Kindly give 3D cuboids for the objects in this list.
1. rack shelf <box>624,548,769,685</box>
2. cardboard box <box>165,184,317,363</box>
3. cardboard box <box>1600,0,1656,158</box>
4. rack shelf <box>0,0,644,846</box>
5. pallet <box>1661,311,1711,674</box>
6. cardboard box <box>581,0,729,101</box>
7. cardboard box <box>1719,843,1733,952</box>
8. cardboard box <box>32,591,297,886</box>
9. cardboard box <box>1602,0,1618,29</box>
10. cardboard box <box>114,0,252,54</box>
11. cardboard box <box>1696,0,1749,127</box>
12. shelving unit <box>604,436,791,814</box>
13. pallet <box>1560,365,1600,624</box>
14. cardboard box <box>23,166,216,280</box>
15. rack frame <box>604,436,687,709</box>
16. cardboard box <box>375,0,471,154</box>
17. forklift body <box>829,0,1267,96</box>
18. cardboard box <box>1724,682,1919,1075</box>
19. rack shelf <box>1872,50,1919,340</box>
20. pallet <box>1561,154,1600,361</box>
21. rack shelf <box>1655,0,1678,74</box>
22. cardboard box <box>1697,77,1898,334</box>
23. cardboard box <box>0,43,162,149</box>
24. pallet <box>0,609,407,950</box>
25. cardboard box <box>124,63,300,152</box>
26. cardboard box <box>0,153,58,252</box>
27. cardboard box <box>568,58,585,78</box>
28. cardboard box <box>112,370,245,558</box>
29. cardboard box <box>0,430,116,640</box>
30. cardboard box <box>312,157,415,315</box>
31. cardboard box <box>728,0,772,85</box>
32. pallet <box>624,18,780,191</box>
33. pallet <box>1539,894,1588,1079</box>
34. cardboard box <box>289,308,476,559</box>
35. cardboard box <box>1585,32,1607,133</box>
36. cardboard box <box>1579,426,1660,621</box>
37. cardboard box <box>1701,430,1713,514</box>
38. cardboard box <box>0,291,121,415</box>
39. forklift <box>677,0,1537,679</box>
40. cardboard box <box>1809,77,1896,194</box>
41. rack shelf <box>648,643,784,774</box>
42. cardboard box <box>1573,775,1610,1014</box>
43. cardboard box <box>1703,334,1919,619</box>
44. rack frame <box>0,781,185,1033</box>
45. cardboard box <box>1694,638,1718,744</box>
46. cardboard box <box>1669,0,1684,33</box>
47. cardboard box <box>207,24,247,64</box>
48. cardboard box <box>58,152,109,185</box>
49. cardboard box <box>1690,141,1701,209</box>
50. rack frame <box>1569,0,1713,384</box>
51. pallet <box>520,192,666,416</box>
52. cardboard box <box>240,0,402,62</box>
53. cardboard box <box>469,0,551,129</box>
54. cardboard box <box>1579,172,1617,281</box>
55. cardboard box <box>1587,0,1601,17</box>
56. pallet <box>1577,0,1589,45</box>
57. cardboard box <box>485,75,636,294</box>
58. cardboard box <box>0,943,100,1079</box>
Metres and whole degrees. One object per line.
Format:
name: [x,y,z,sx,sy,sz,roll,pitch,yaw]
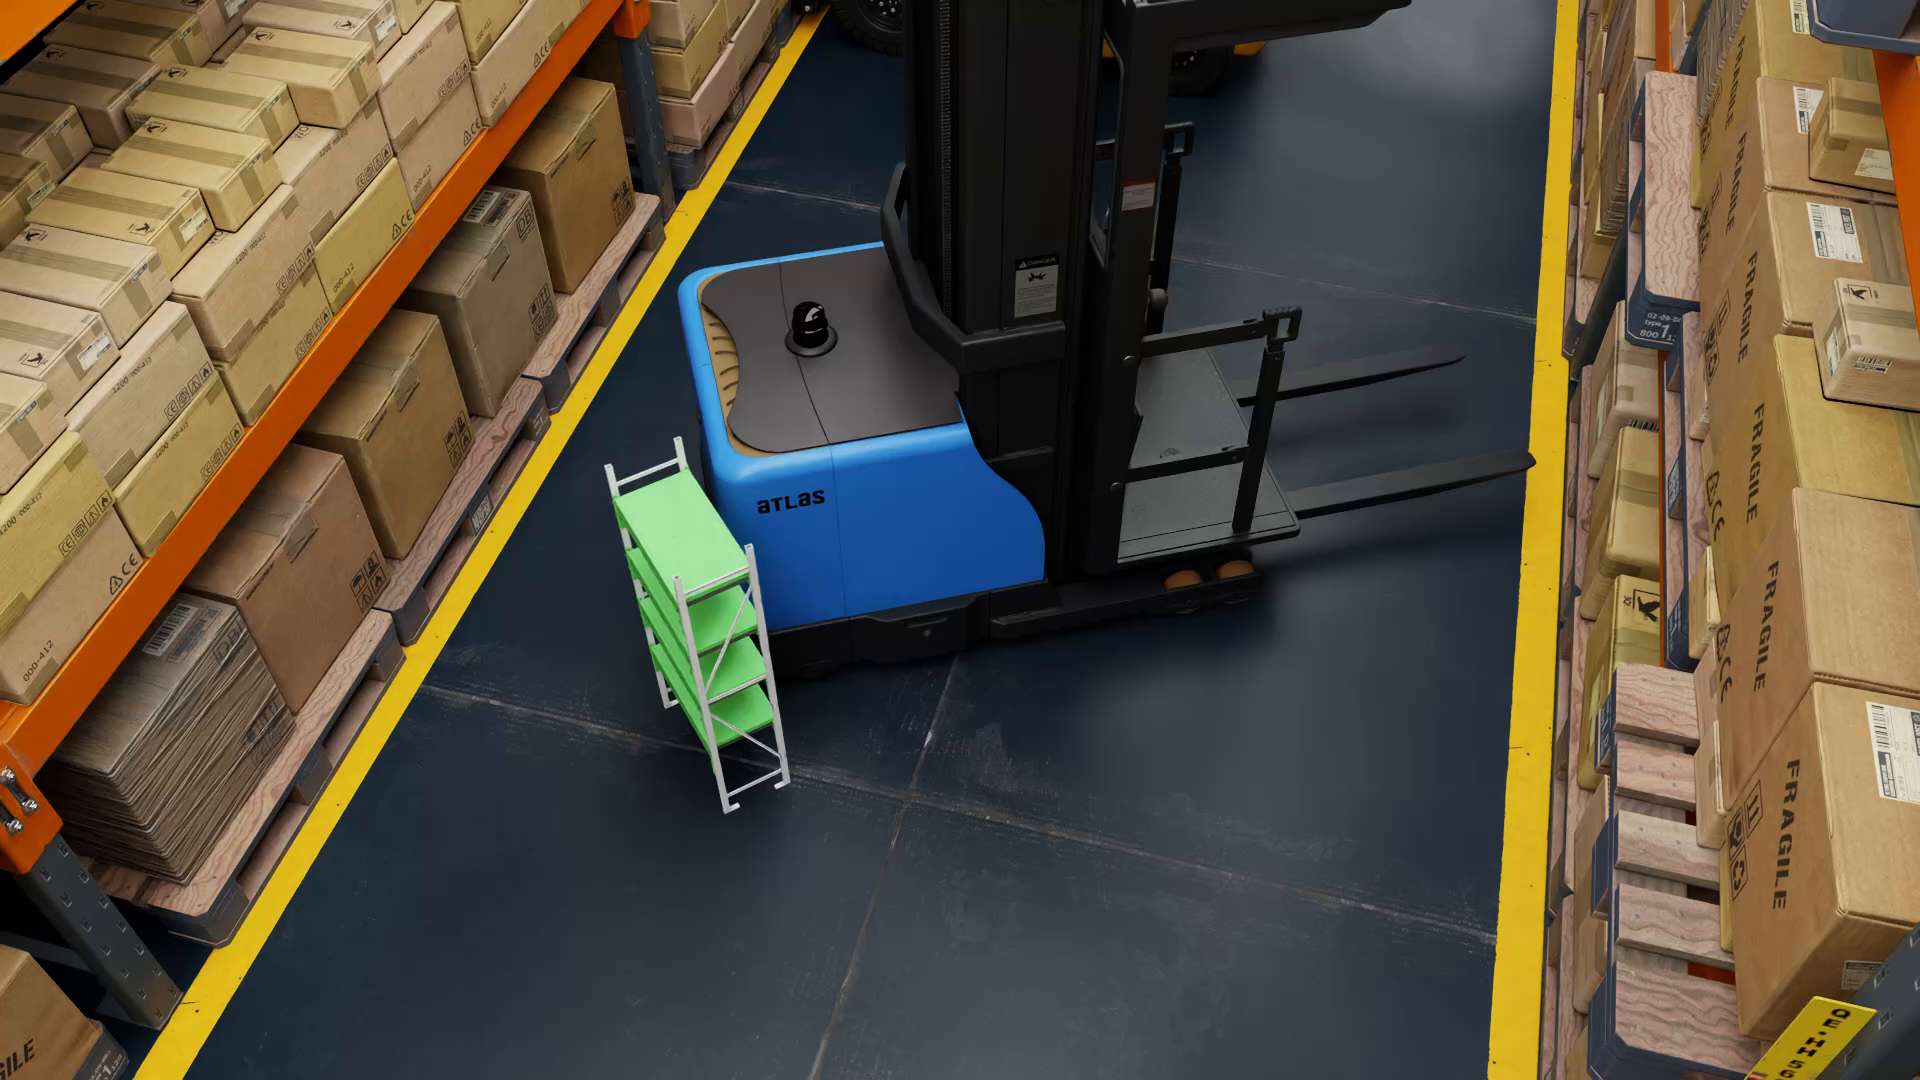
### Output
rack shelf: [-0.801,0.180,5.054,0.258,0.148,0.480,-24,53,-19]
cardboard box: [-2.204,-0.795,4.718,0.500,0.250,0.500,10,49,9]
cardboard box: [3.027,-1.912,6.991,0.500,0.500,0.500,12,50,11]
rack shelf: [-2.318,-0.878,5.504,1.077,0.370,4.000,12,50,10]
pallet: [2.426,-0.069,4.438,1.003,0.211,1.213,12,50,10]
cardboard box: [-1.367,-2.246,7.452,0.500,0.250,0.500,11,50,10]
cardboard box: [1.805,0.760,3.466,0.380,0.149,0.250,12,50,11]
cardboard box: [-2.667,0.529,5.086,0.875,0.625,0.625,13,50,11]
cardboard box: [3.292,-2.670,7.659,0.500,0.500,0.500,12,50,11]
cardboard box: [-2.478,-1.687,5.239,0.380,0.149,0.250,11,50,10]
cardboard box: [2.598,-1.574,5.093,0.500,0.500,0.500,13,50,11]
shelving unit: [-0.799,0.296,5.186,0.258,1.200,0.503,-24,53,-19]
pallet: [2.794,-0.100,6.197,1.003,0.211,1.213,12,50,10]
cardboard box: [-2.271,-0.853,4.503,0.380,0.149,0.250,12,50,10]
rack frame: [-0.922,0.138,5.326,0.240,1.200,0.015,-24,53,-19]
cardboard box: [-1.943,-1.531,5.367,0.500,0.250,0.500,12,50,11]
forklift body: [0.522,-3.443,7.855,2.313,2.155,1.214,12,50,10]
cardboard box: [1.796,0.653,3.128,0.500,0.500,0.500,10,49,9]
rack shelf: [2.471,-0.894,3.517,1.077,0.370,4.000,12,50,10]
pallet: [3.140,-1.156,7.129,1.003,0.211,1.213,12,50,10]
rack shelf: [3.524,-2.794,7.196,1.077,0.370,4.000,12,50,10]
cardboard box: [2.323,-0.857,4.460,0.500,0.500,0.500,11,50,10]
cardboard box: [-2.569,-1.307,4.903,0.380,0.149,0.250,13,50,11]
pallet: [-2.590,0.666,5.522,1.003,0.211,1.213,12,50,10]
cardboard box: [-2.172,-1.232,4.838,0.380,0.149,0.250,12,50,10]
cardboard box: [-2.725,-0.944,4.583,0.380,0.149,0.250,11,50,10]
cardboard box: [-1.861,-2.350,7.544,0.500,0.250,0.500,11,49,9]
cardboard box: [-2.355,-0.255,4.575,0.500,0.250,0.500,11,49,9]
cardboard box: [-2.468,-0.053,4.063,0.500,0.250,0.500,12,50,10]
cardboard box: [-2.088,-1.004,5.236,0.500,0.250,0.500,13,50,11]
cardboard box: [-1.226,-2.447,7.963,0.500,0.250,0.500,11,49,9]
pallet: [-1.542,-2.207,8.057,1.003,0.211,1.213,12,50,10]
pallet: [2.152,1.665,4.640,1.003,0.211,1.213,12,50,10]
cardboard box: [-2.326,-0.432,5.935,0.875,0.625,0.625,10,49,8]
cardboard box: [3.163,-2.050,7.612,0.500,0.250,0.500,12,50,11]
cardboard box: [2.676,0.045,5.682,0.950,0.372,0.625,14,50,12]
cardboard box: [2.136,-0.168,4.285,0.380,0.149,0.250,10,49,9]
cardboard box: [-2.365,-0.474,4.168,0.380,0.149,0.250,13,50,11]
forklift: [0.605,-1.081,5.249,3.031,2.935,1.130,-10,49,-9]
cardboard box: [2.346,-0.995,4.149,0.380,0.149,0.250,14,50,12]
rack shelf: [-0.796,0.496,5.415,0.258,0.148,0.480,-24,53,-19]
cardboard box: [2.290,1.096,4.755,0.950,0.372,0.625,11,49,9]
cardboard box: [2.053,-0.088,3.782,0.500,0.500,0.500,9,49,7]
rack frame: [-2.845,0.331,3.958,1.000,3.000,0.127,12,50,10]
cardboard box: [1.902,0.388,3.794,0.380,0.149,0.250,9,49,8]
cardboard box: [2.847,-1.977,6.162,0.380,0.149,0.250,13,50,11]
cardboard box: [-2.461,-1.631,5.456,0.500,0.250,0.500,10,49,9]
cardboard box: [-2.727,-0.897,4.808,0.500,0.250,0.500,11,50,10]
cardboard box: [2.473,-1.125,5.130,0.380,0.149,0.250,12,50,11]
rack frame: [2.998,-1.586,5.649,1.000,3.000,0.127,12,50,10]
pallet: [-1.948,-1.099,7.079,1.003,0.211,1.213,12,50,10]
cardboard box: [-1.976,-1.589,5.153,0.380,0.149,0.250,12,50,10]
cardboard box: [-1.799,-1.732,5.878,0.500,0.250,0.500,11,50,10]
cardboard box: [2.894,-1.296,6.947,0.500,0.250,0.500,14,50,12]
cardboard box: [3.430,-2.812,8.285,0.500,0.250,0.500,13,50,11]
pallet: [3.783,-2.921,8.687,1.003,0.211,1.213,12,50,10]
cardboard box: [-1.919,-1.536,6.909,0.875,0.625,0.625,14,50,12]
cardboard box: [-2.749,1.367,4.430,0.500,0.500,0.500,13,50,11]
